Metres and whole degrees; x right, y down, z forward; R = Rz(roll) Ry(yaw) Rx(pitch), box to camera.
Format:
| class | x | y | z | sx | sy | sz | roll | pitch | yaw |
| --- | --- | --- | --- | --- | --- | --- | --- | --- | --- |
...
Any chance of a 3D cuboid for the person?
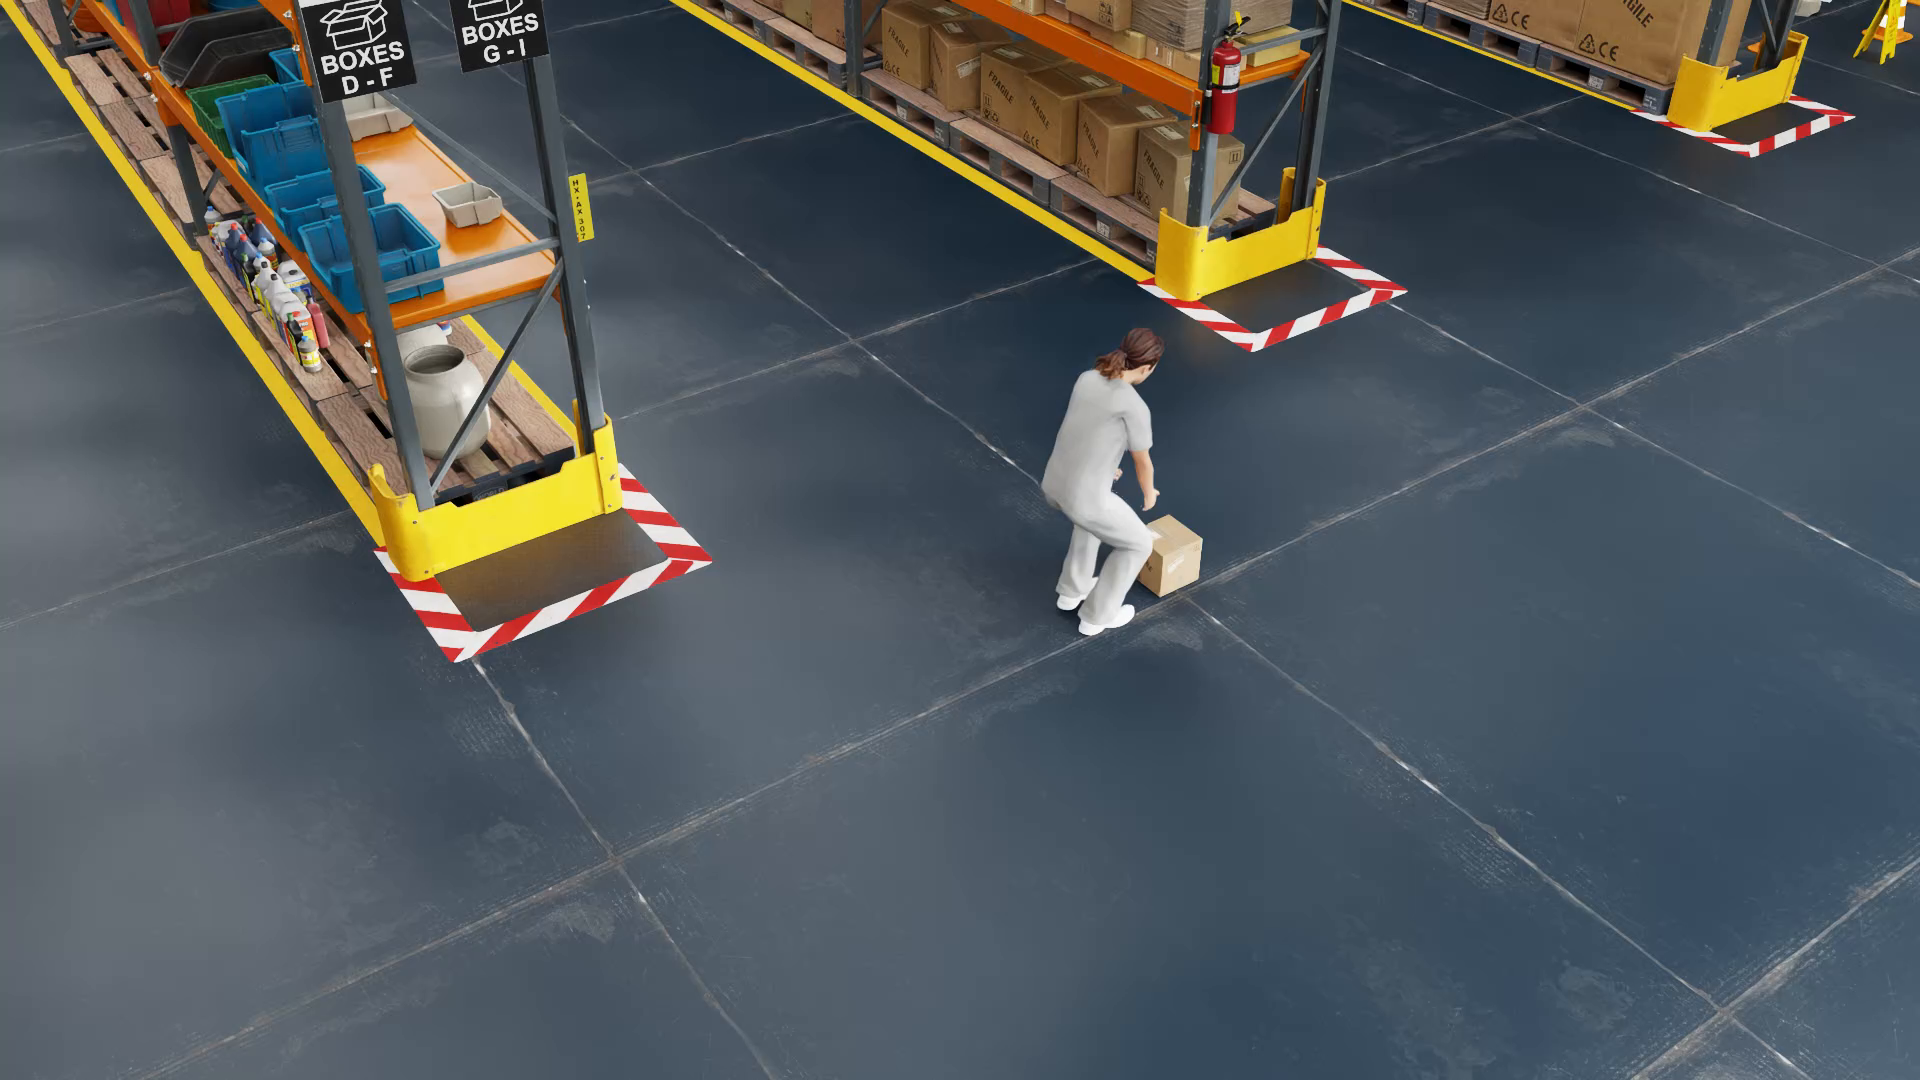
| class | x | y | z | sx | sy | sz | roll | pitch | yaw |
| --- | --- | --- | --- | --- | --- | --- | --- | --- | --- |
| person | 0.640 | -0.267 | 7.564 | 0.596 | 1.444 | 0.489 | -22 | 42 | -27 |
